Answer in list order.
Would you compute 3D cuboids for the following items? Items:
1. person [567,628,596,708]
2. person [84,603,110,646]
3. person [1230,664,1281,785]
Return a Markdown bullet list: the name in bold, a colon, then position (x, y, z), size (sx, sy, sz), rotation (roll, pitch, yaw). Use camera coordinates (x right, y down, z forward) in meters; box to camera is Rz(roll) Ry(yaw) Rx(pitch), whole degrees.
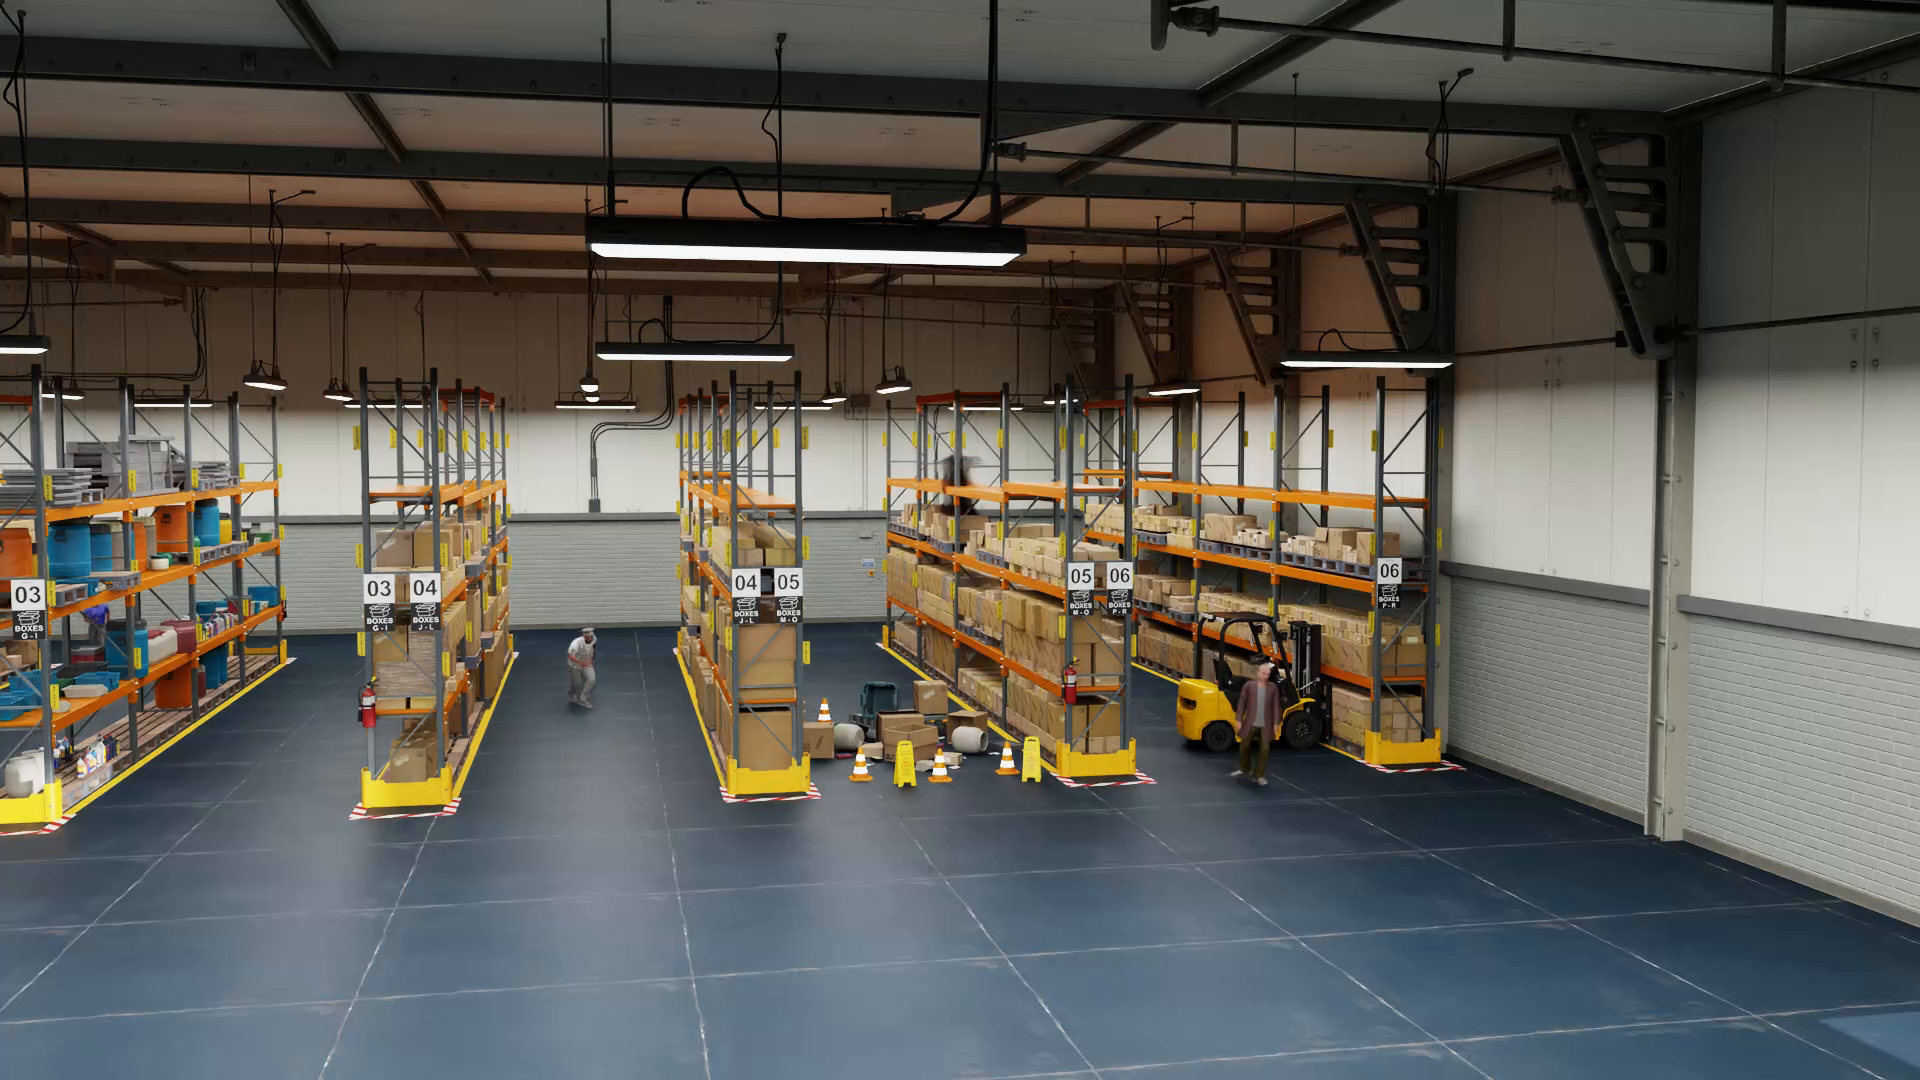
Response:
- **person**: position (-7.207, 2.390, 31.414), size (0.647, 1.542, 1.168), rotation (-3, 4, -38)
- **person**: position (-18.889, 2.009, 36.417), size (0.527, 1.715, 0.848), rotation (-2, 4, -30)
- **person**: position (4.315, 2.676, 24.278), size (0.709, 1.759, 0.532), rotation (0, 3, 5)
